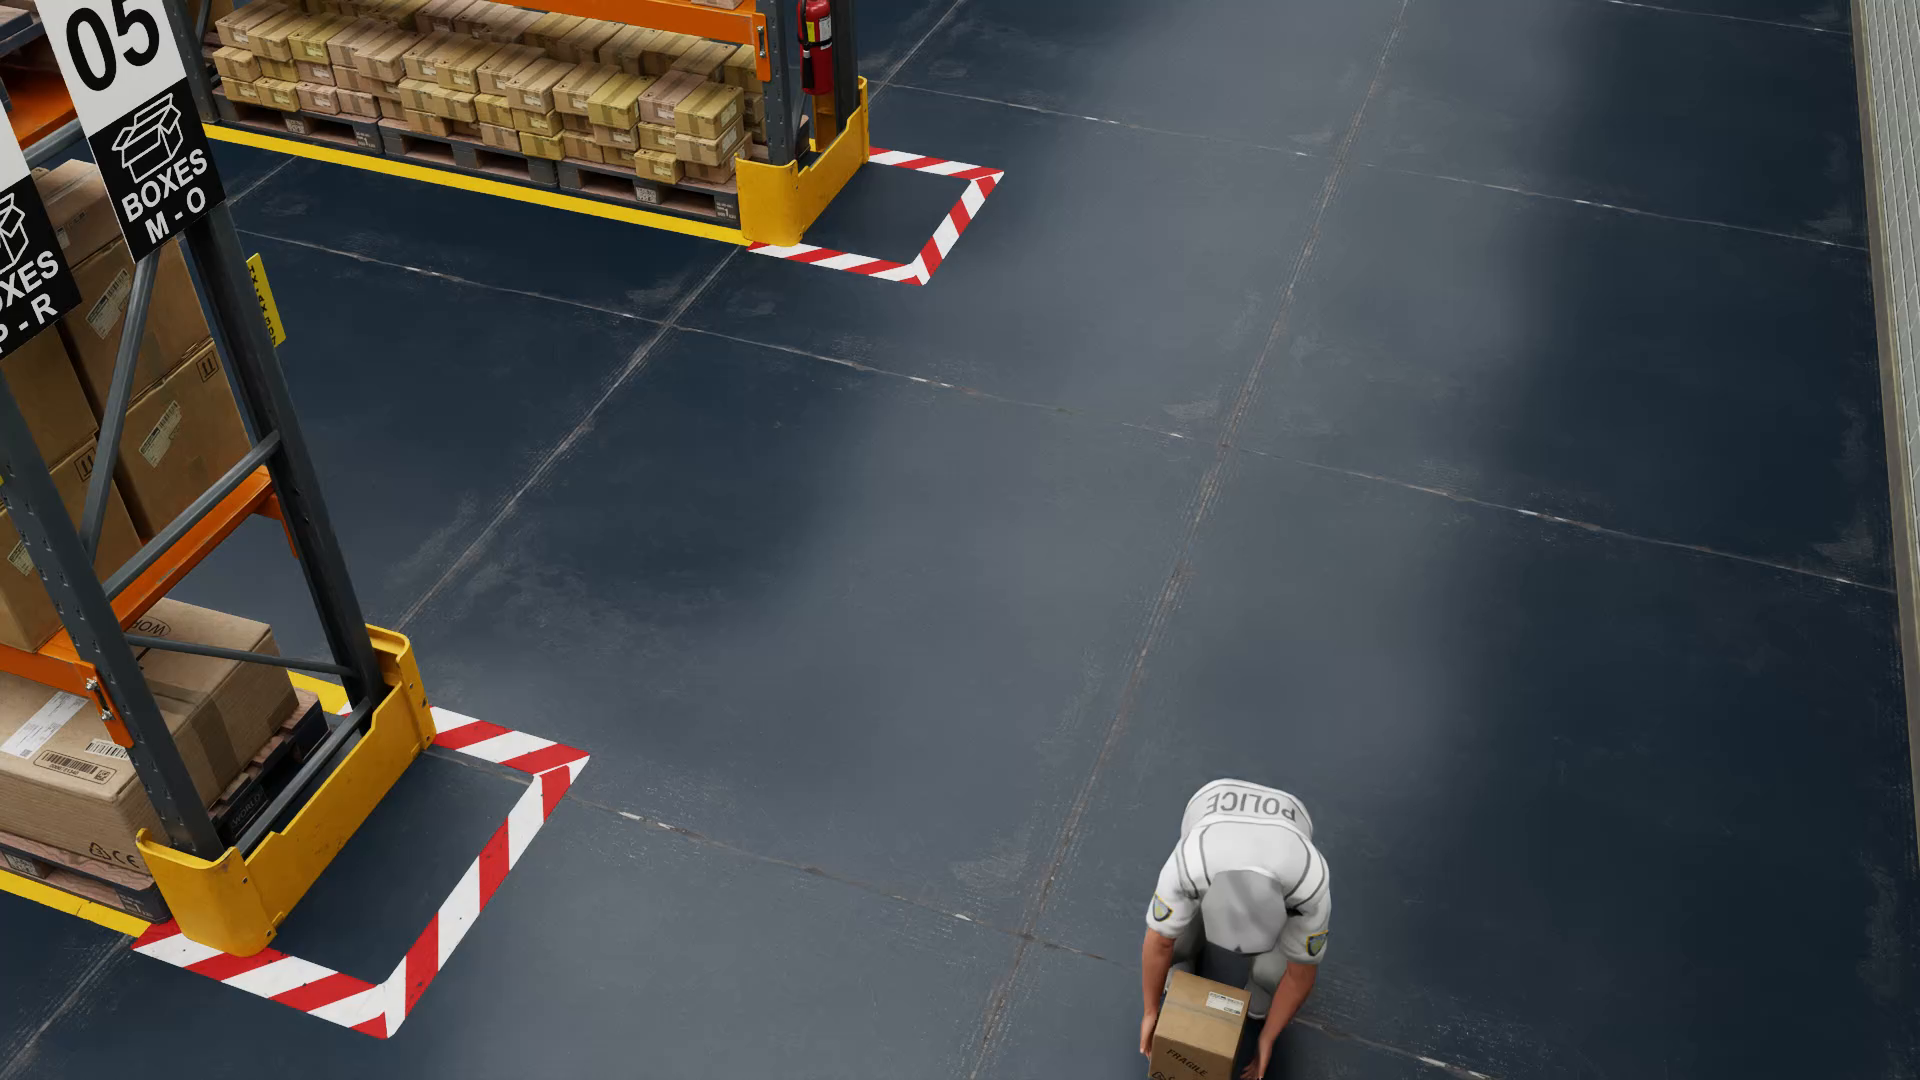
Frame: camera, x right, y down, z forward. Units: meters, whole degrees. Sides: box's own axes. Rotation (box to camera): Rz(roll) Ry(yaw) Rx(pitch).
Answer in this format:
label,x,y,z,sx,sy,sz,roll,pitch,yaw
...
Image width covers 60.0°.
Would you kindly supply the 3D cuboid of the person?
label,x,y,z,sx,sy,sz,roll,pitch,yaw
person,0.902,1.185,5.338,0.570,1.051,0.918,13,43,15
